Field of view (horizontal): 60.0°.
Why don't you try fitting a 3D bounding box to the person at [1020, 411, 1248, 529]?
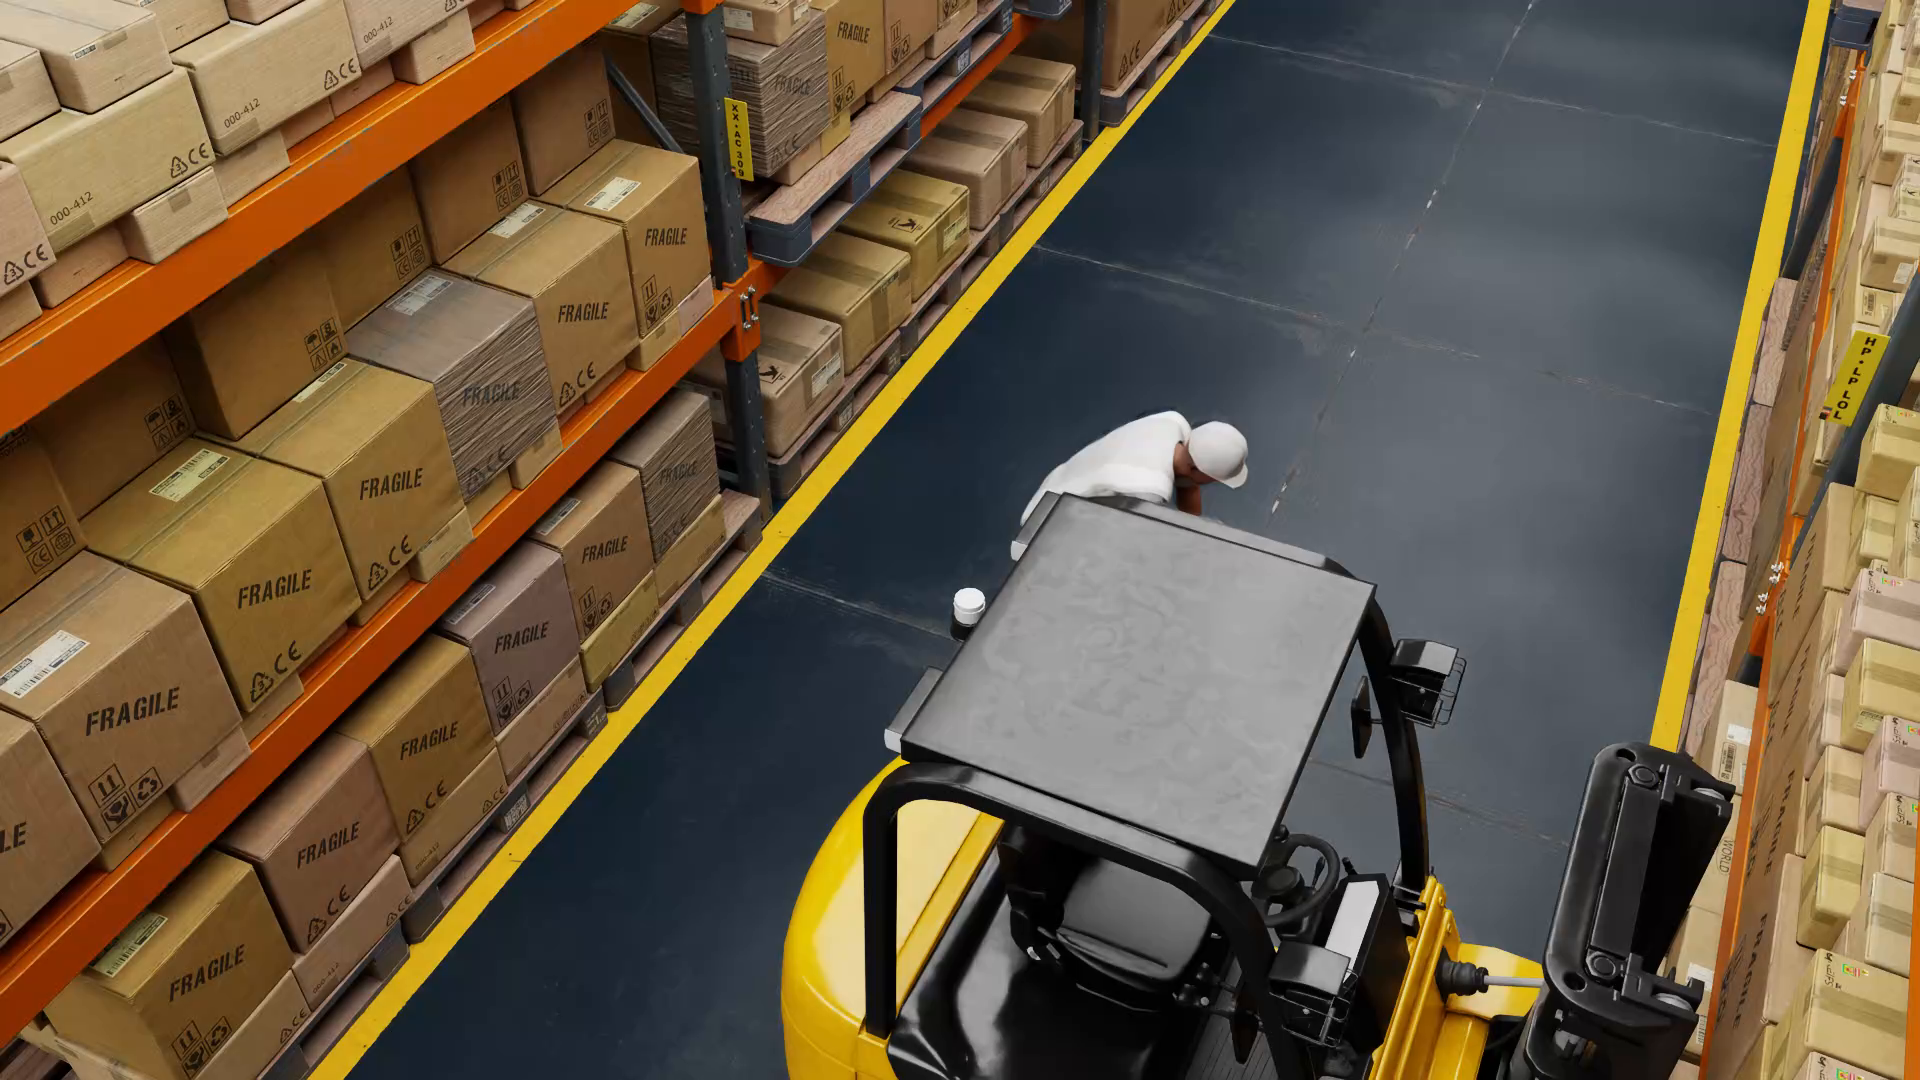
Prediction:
[{"bbox_3d":[0.671,-0.010,6.530,0.827,1.288,0.609,17,44,18],"label":"person"}]
